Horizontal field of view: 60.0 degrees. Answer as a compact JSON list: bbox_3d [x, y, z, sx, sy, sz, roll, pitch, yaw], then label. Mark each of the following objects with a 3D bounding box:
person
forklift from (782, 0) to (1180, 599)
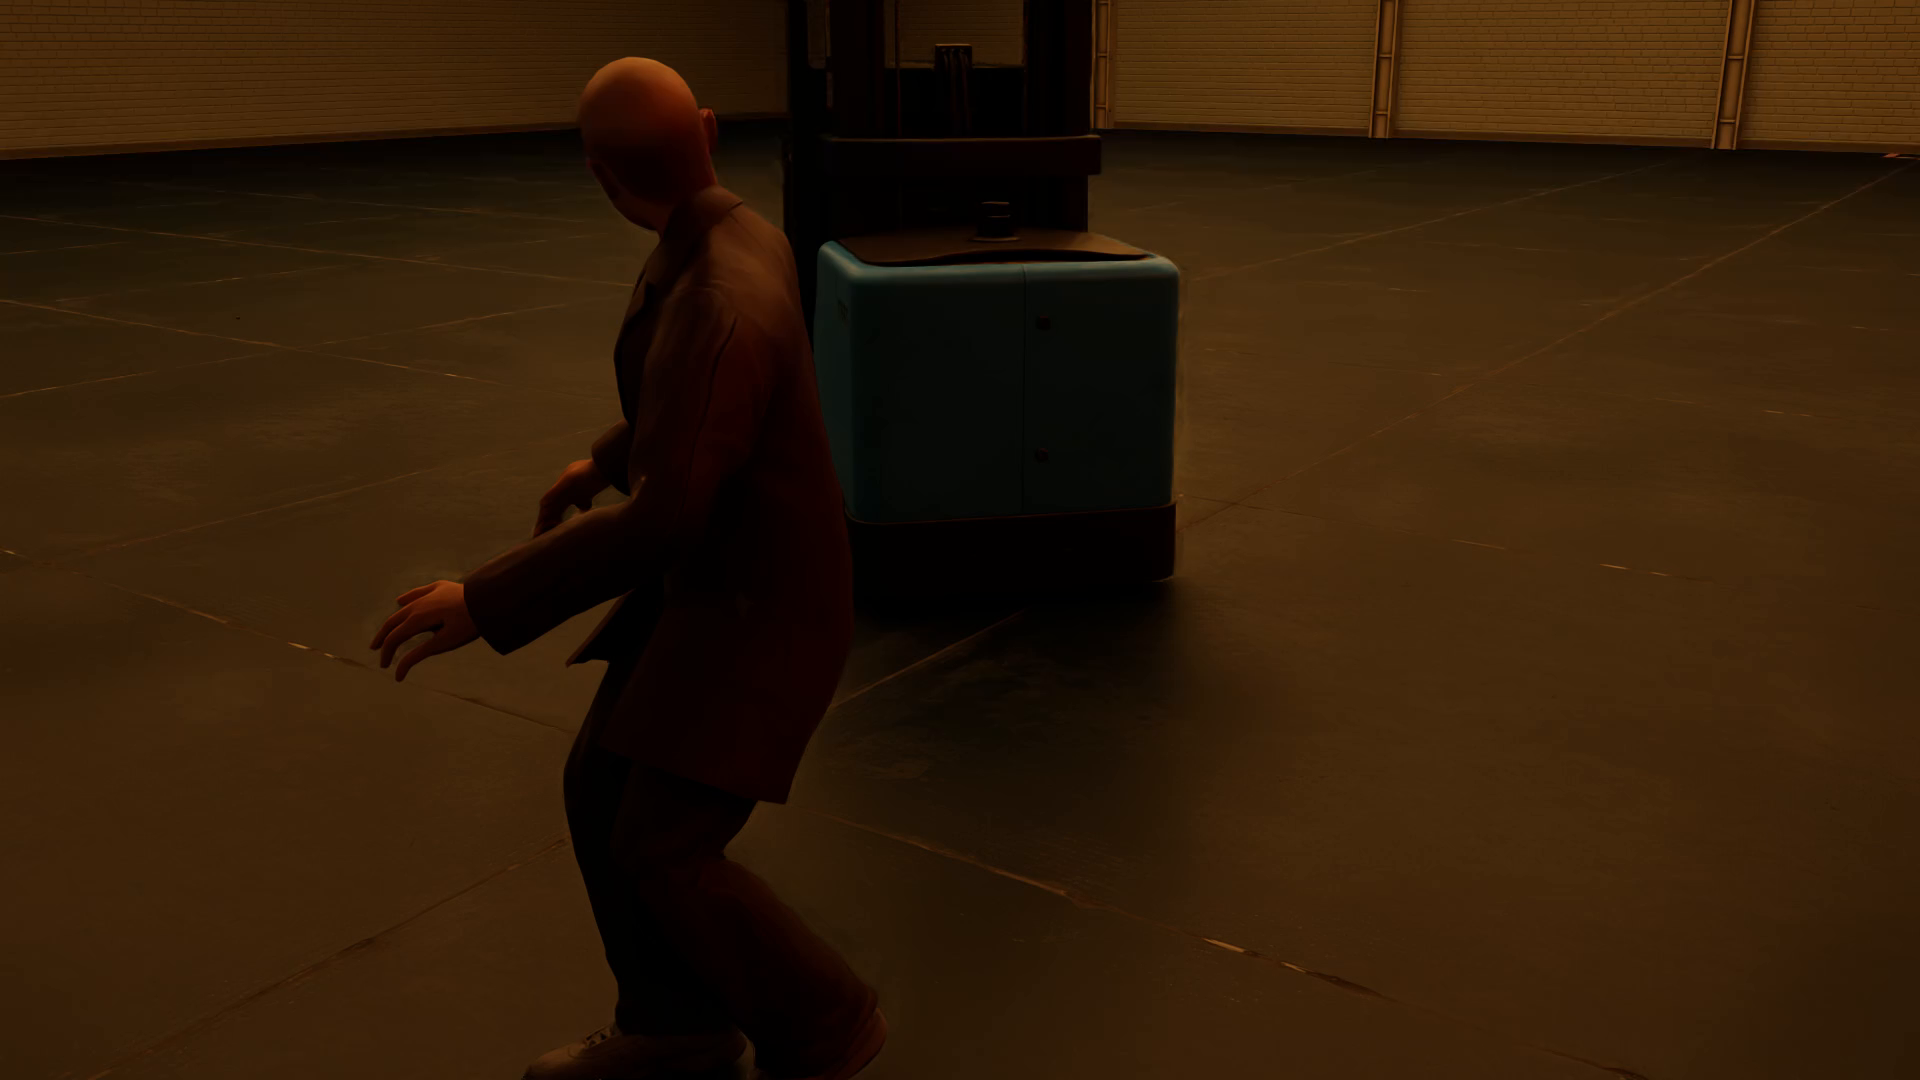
[{"bbox_3d":[-0.511,0.130,2.595,0.756,1.697,0.863,-5,17,-17],"label":"person"},{"bbox_3d":[-0.123,-1.604,6.195,1.130,2.935,3.031,-4,17,-12],"label":"forklift"}]
